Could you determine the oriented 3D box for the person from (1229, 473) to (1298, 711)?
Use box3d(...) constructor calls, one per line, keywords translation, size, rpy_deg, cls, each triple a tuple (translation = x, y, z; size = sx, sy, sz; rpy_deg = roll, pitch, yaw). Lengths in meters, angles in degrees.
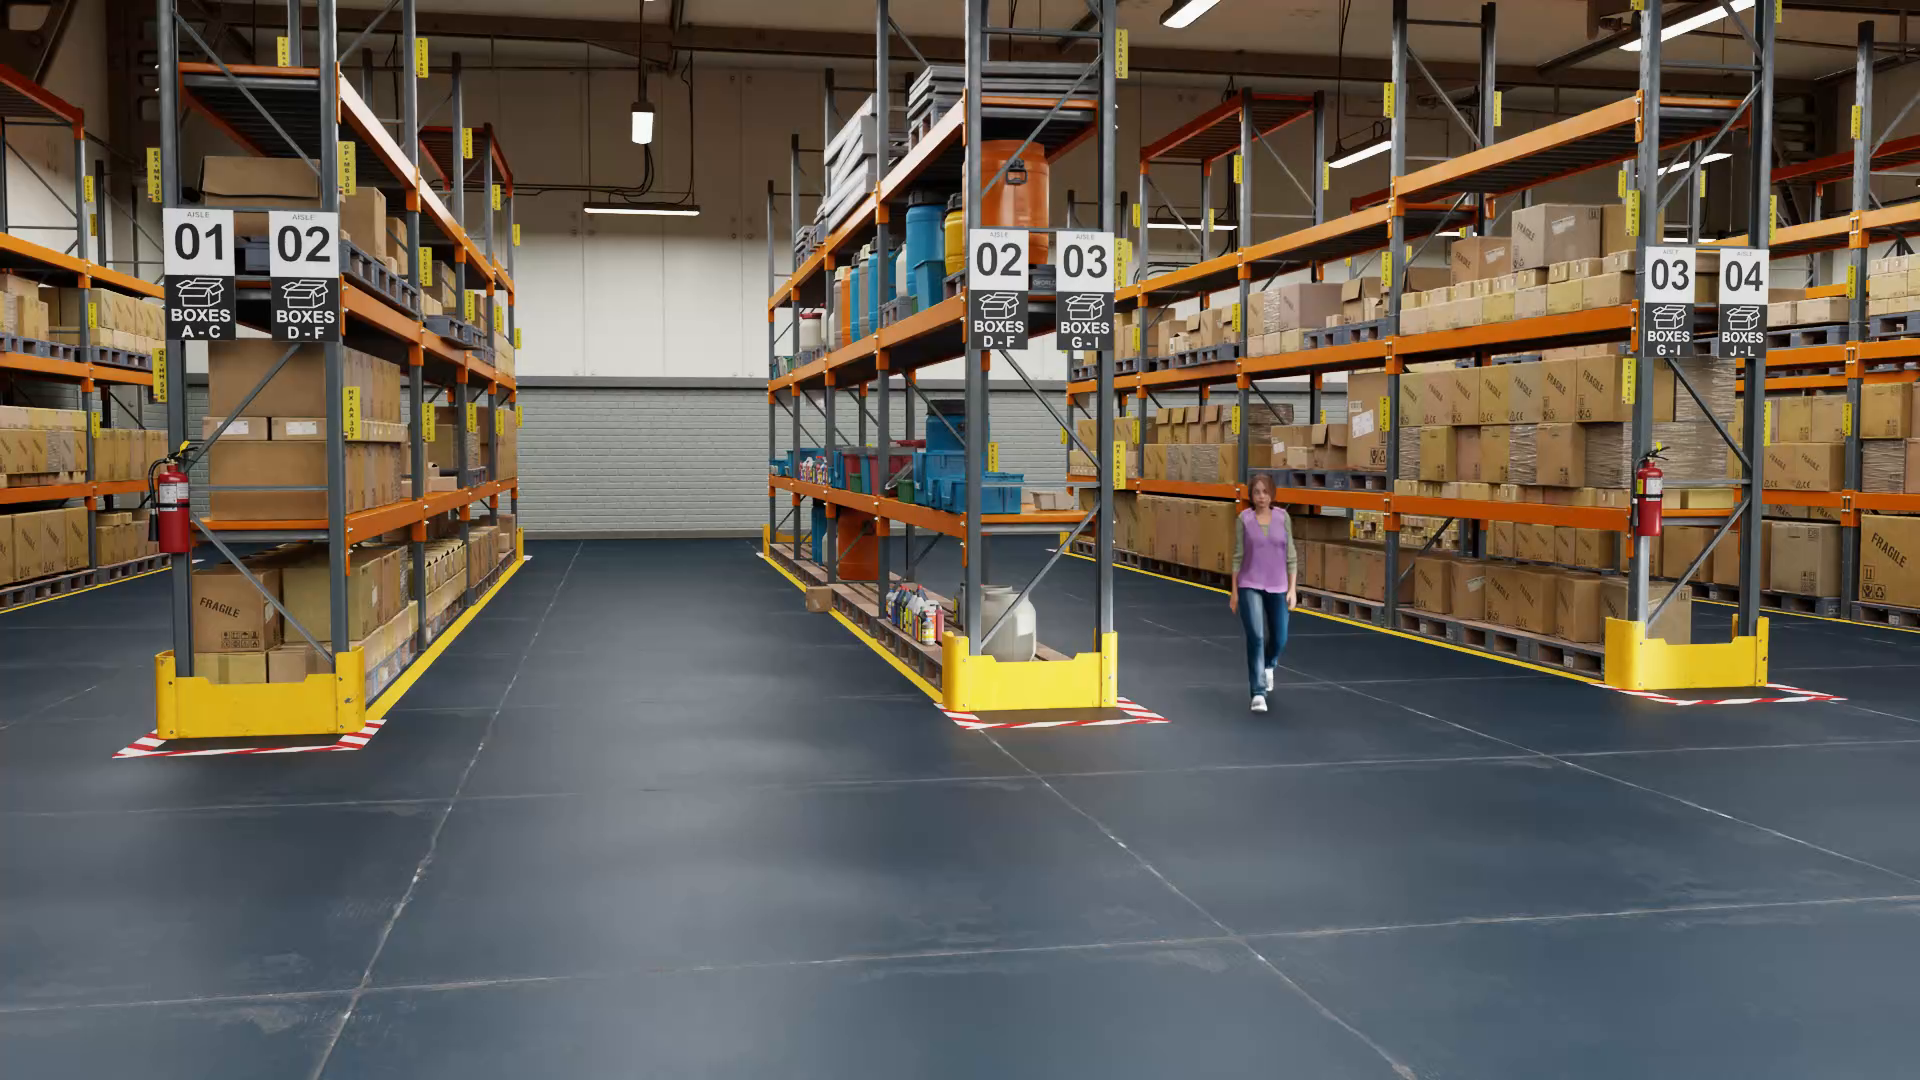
box3d(translation=(2.037, 0.331, 11.225), size=(0.450, 1.565, 0.765), rpy_deg=(0, 3, 0), cls="person")
